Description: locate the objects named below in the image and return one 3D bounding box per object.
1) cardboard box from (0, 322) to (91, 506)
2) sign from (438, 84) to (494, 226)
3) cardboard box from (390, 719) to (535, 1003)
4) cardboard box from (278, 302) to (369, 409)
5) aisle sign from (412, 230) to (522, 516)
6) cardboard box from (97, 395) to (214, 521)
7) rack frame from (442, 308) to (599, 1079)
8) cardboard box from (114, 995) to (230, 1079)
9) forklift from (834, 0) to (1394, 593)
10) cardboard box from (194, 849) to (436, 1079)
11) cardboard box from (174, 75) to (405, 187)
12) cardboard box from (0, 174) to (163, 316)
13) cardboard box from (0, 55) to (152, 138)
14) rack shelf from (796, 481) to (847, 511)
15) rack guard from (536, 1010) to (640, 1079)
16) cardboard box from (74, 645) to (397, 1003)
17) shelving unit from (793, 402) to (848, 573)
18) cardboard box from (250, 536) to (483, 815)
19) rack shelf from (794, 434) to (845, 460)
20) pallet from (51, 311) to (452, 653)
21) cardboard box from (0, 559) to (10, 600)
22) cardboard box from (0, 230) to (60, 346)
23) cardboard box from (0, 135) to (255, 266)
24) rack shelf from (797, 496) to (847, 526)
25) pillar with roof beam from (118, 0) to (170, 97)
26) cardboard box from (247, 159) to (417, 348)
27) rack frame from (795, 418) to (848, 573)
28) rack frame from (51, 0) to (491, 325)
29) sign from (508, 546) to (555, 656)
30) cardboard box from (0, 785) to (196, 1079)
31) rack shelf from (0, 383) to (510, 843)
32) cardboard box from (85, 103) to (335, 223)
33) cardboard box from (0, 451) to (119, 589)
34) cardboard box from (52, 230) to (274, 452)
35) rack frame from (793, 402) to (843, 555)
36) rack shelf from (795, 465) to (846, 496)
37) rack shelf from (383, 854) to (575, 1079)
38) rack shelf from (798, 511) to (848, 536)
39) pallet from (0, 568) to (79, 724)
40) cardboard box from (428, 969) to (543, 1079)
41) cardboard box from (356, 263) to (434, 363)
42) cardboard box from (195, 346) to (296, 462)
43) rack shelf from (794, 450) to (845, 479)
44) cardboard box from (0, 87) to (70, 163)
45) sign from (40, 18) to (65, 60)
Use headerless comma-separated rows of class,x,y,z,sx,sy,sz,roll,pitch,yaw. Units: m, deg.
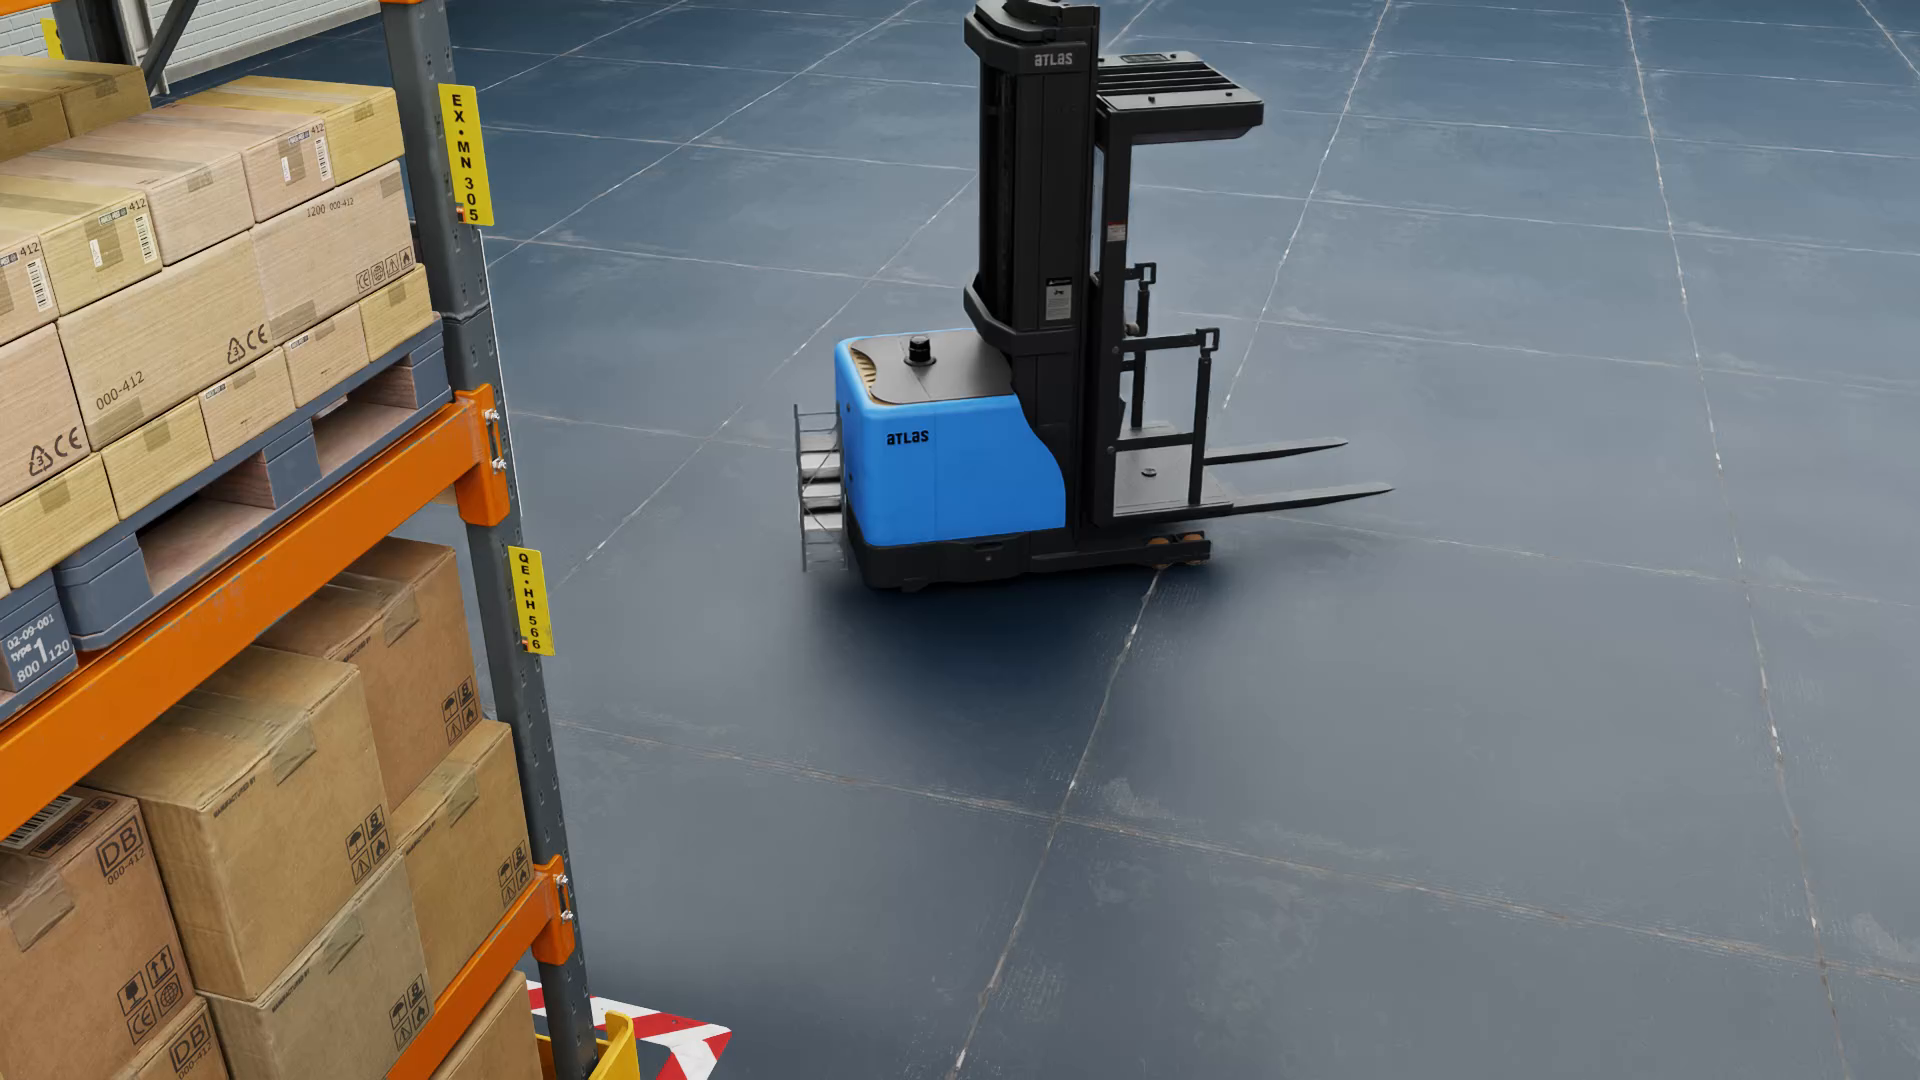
cardboard box,-1.832,-0.179,2.714,0.500,0.250,0.500,8,30,15
sign,-1.145,-0.889,3.847,0.100,0.325,0.005,8,30,15
cardboard box,-1.725,0.804,4.565,0.875,0.550,0.550,8,30,15
cardboard box,-1.508,-0.418,3.554,0.380,0.149,0.250,9,30,15
aisle sign,-1.352,-0.436,4.273,0.394,0.787,0.004,8,30,15
cardboard box,-1.657,-0.181,3.128,0.380,0.149,0.250,9,30,15
rack frame,-1.659,0.691,4.923,1.000,3.000,0.127,8,30,15
cardboard box,-2.150,1.305,3.664,0.875,0.550,0.550,8,30,15
forklift,0.880,-1.367,8.692,3.031,2.935,1.130,-6,30,-11
cardboard box,-1.865,1.063,4.100,0.875,0.550,0.550,8,30,15
cardboard box,-1.434,-0.881,3.566,0.380,0.149,0.250,9,30,15
cardboard box,-1.658,-0.526,2.927,0.380,0.149,0.250,9,30,16
cardboard box,-2.061,-0.976,3.738,0.380,0.149,0.250,9,30,15
rack shelf,-0.737,-0.244,8.831,0.258,0.077,0.200,-4,29,-6
rack guard,-1.652,1.772,5.551,1.175,0.500,0.348,8,30,15
cardboard box,-1.878,0.589,3.841,0.875,0.550,0.550,8,30,15
shelving unit,-0.737,-0.273,8.814,0.258,0.900,0.210,-4,29,-6
cardboard box,-1.805,0.320,4.324,0.875,0.550,0.550,8,30,15
rack shelf,-0.737,-0.479,8.699,0.258,0.077,0.200,-4,29,-6
pallet,-1.867,-0.235,3.593,1.003,0.211,1.213,8,30,15
cardboard box,-1.806,0.056,2.703,0.380,0.149,0.250,9,30,15
cardboard box,-1.733,-0.410,2.719,0.380,0.149,0.250,9,30,15
cardboard box,-1.584,-0.646,3.144,0.380,0.149,0.250,9,30,16
rack shelf,-0.737,-0.165,8.874,0.258,0.077,0.200,-4,29,-6
pillar with roof beam,-4.595,-8.064,14.490,9.100,9.000,0.400,8,30,15
cardboard box,-1.536,-0.645,3.551,0.500,0.250,0.500,9,30,16
rack frame,-0.724,-0.224,8.726,0.240,0.900,0.006,-4,29,-6
rack frame,-1.659,-1.931,3.465,1.000,3.000,0.127,8,30,15
sign,-1.145,0.165,4.433,0.100,0.325,0.005,8,30,15
cardboard box,-2.173,0.830,3.408,0.875,0.550,0.550,8,30,15
rack shelf,-2.246,0.624,2.698,1.077,0.370,4.000,8,30,15
cardboard box,-1.508,-0.765,3.358,0.380,0.149,0.250,9,30,15
cardboard box,-1.732,-0.062,2.913,0.380,0.149,0.250,8,30,14
cardboard box,-1.683,-0.412,3.133,0.500,0.250,0.500,9,30,15
rack frame,-0.749,-0.322,8.903,0.240,0.900,0.006,-4,29,-6
rack shelf,-0.737,-0.322,8.787,0.258,0.077,0.200,-4,29,-6
rack shelf,-2.246,1.934,3.427,1.077,0.370,4.000,8,30,15
rack shelf,-0.737,-0.086,8.918,0.258,0.077,0.200,-4,29,-6
pallet,-2.223,0.334,2.571,1.003,0.211,1.213,8,30,15
cardboard box,-1.795,1.760,4.754,0.875,0.875,0.875,9,30,15
cardboard box,-1.433,-0.535,3.764,0.380,0.149,0.250,8,30,15
cardboard box,-1.582,-0.298,3.339,0.380,0.149,0.250,9,30,16
rack shelf,-0.737,-0.401,8.743,0.258,0.077,0.200,-4,29,-6
cardboard box,-2.136,-0.860,3.528,0.380,0.149,0.250,9,30,15
sign,-2.188,-1.119,4.110,0.100,0.325,0.005,8,30,15
